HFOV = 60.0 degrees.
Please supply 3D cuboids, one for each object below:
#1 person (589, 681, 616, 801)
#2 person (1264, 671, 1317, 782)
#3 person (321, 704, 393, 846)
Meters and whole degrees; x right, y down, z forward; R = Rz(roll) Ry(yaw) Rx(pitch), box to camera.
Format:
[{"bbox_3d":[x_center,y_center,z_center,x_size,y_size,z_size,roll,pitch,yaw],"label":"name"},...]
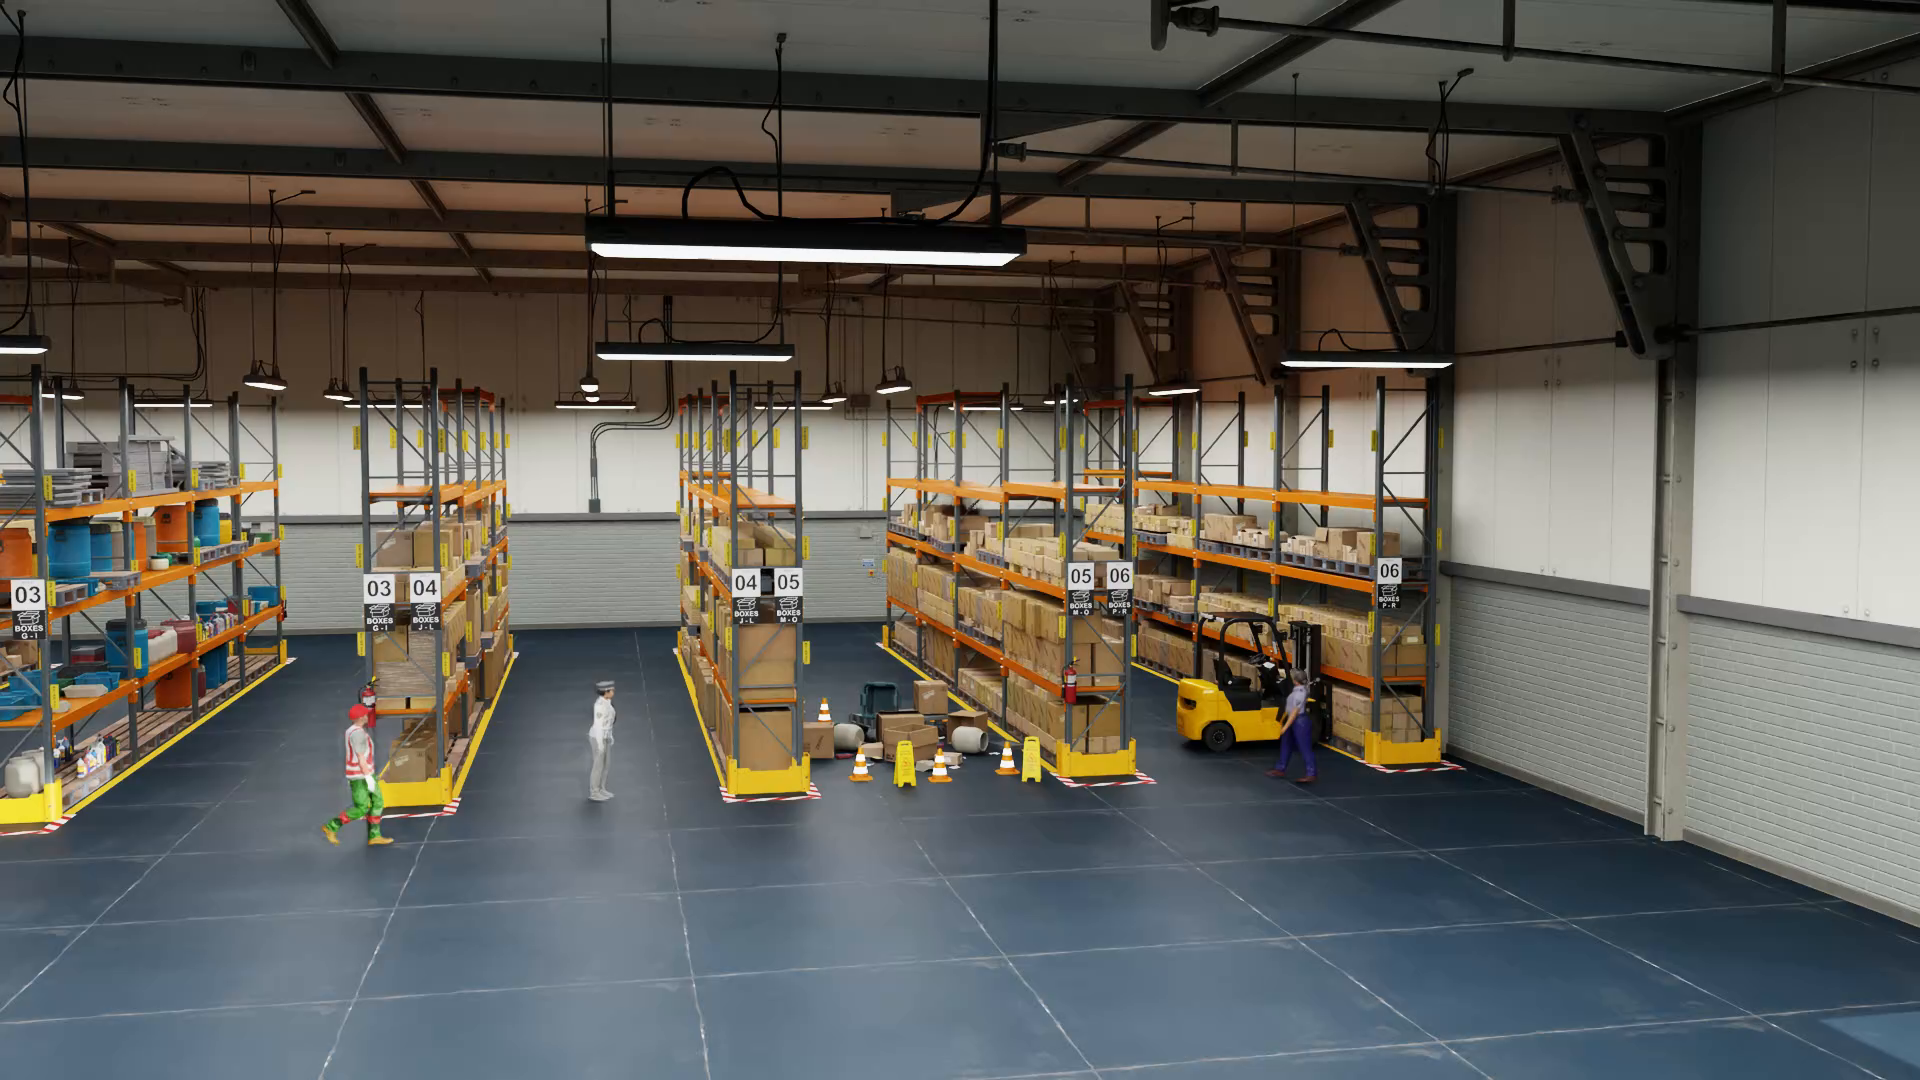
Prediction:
[{"bbox_3d":[-4.988,2.795,23.220,0.383,1.673,0.518,0,3,3],"label":"person"},{"bbox_3d":[4.904,2.733,24.552,0.660,1.620,0.644,0,3,-6],"label":"person"},{"bbox_3d":[-7.412,2.892,20.424,0.798,1.758,0.527,0,3,-6],"label":"person"}]
